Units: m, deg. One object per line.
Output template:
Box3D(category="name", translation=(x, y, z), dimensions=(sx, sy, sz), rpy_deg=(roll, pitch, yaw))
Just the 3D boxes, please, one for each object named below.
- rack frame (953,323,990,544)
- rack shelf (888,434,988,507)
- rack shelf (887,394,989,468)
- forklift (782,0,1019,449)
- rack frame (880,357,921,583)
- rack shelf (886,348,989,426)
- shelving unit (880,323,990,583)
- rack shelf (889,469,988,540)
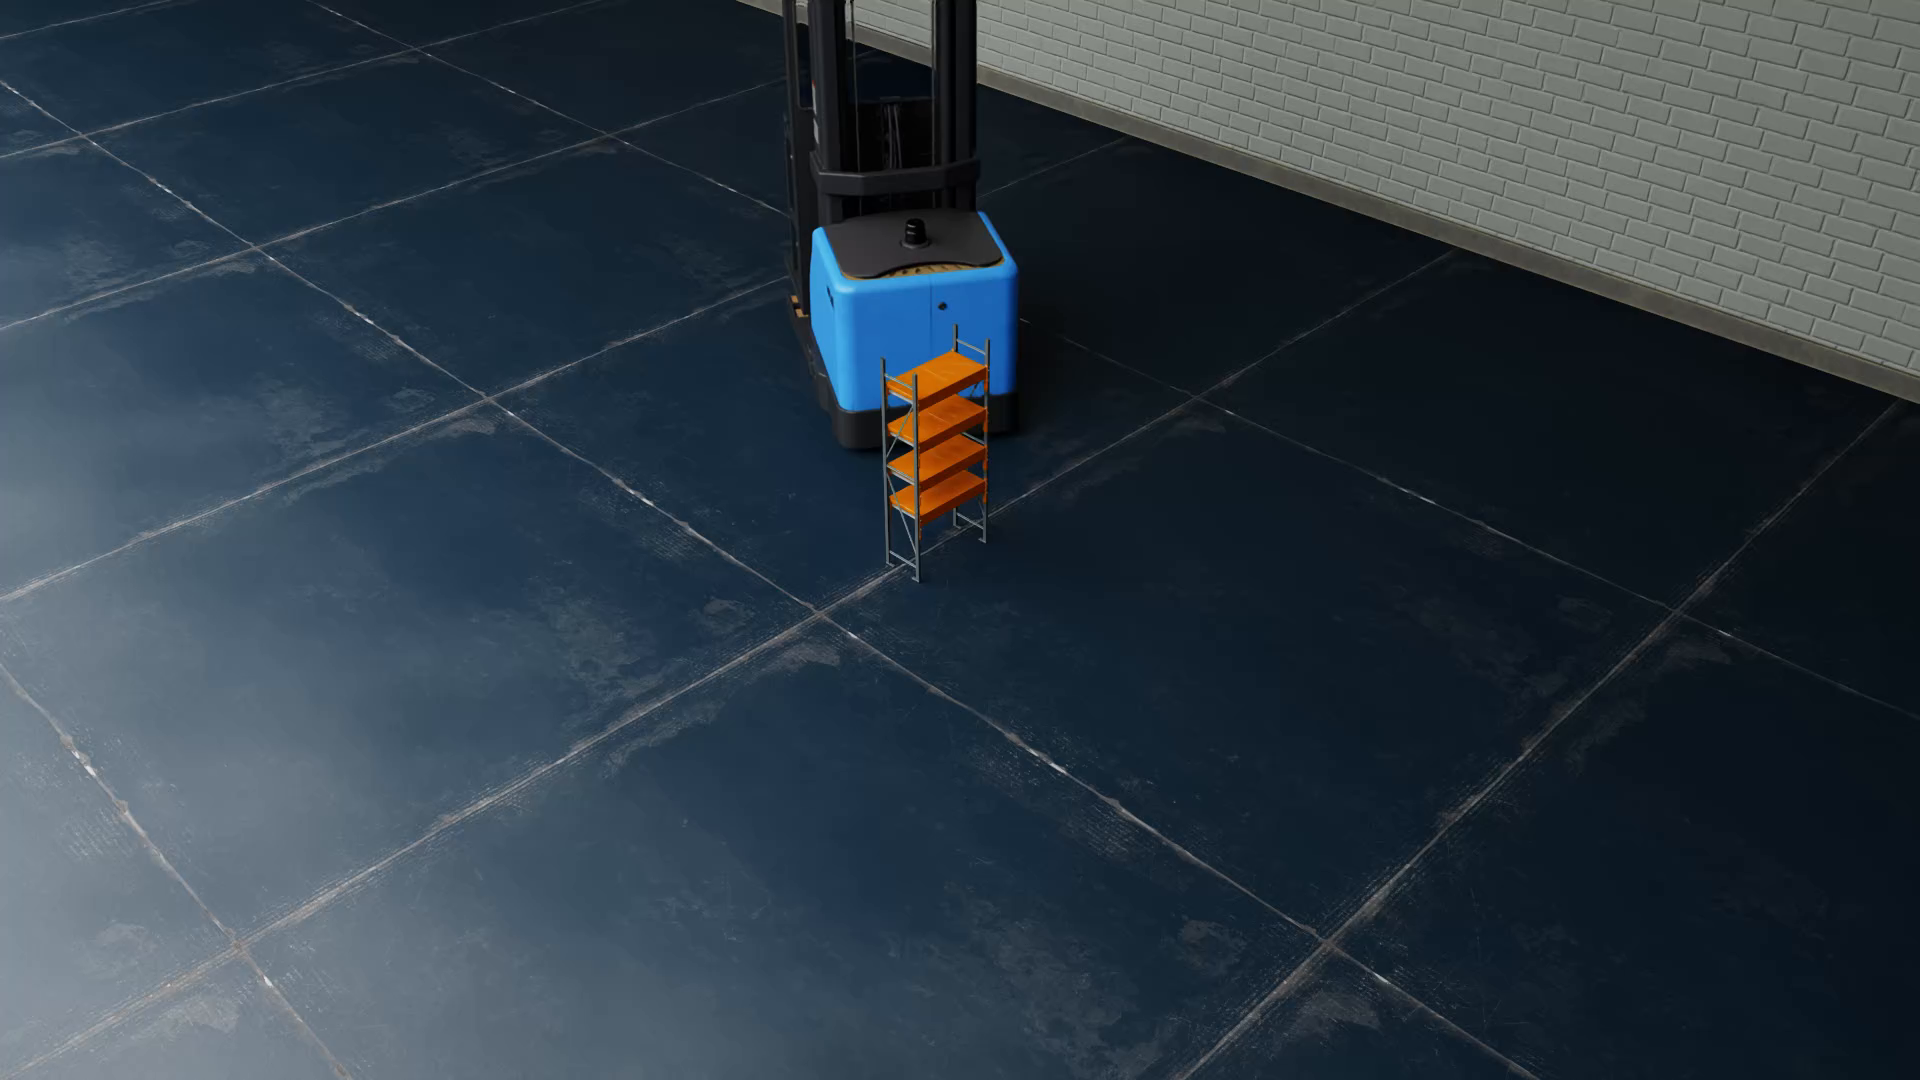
Box3D(category="rack frame", translation=(0.055, -0.524, 8.443), dimensions=(0.240, 1.200, 0.015), rpy_deg=(30, 45, 35))
Box3D(category="rack shelf", translation=(-0.117, -0.370, 8.340), dimensions=(0.258, 0.148, 0.480), rpy_deg=(30, 45, 35))
Box3D(category="rack shelf", translation=(-0.117, -0.553, 8.212), dimensions=(0.258, 0.148, 0.480), rpy_deg=(30, 45, 35))
Box3D(category="forklift", translation=(-0.502, -2.553, 9.839), dimensions=(1.130, 2.935, 3.031), rpy_deg=(-8, 36, -11))
Box3D(category="rack frame", translation=(-0.289, -0.326, 8.159), dimensions=(0.240, 1.200, 0.015), rpy_deg=(30, 45, 35))
Box3D(category="rack shelf", translation=(-0.117, -0.747, 8.076), dimensions=(0.258, 0.148, 0.480), rpy_deg=(30, 45, 35))
Box3D(category="shelving unit", translation=(-0.117, -0.425, 8.301), dimensions=(0.258, 1.200, 0.503), rpy_deg=(30, 45, 35))
Box3D(category="rack shelf", translation=(-0.117, -0.207, 8.453), dimensions=(0.258, 0.148, 0.480), rpy_deg=(30, 45, 35))
